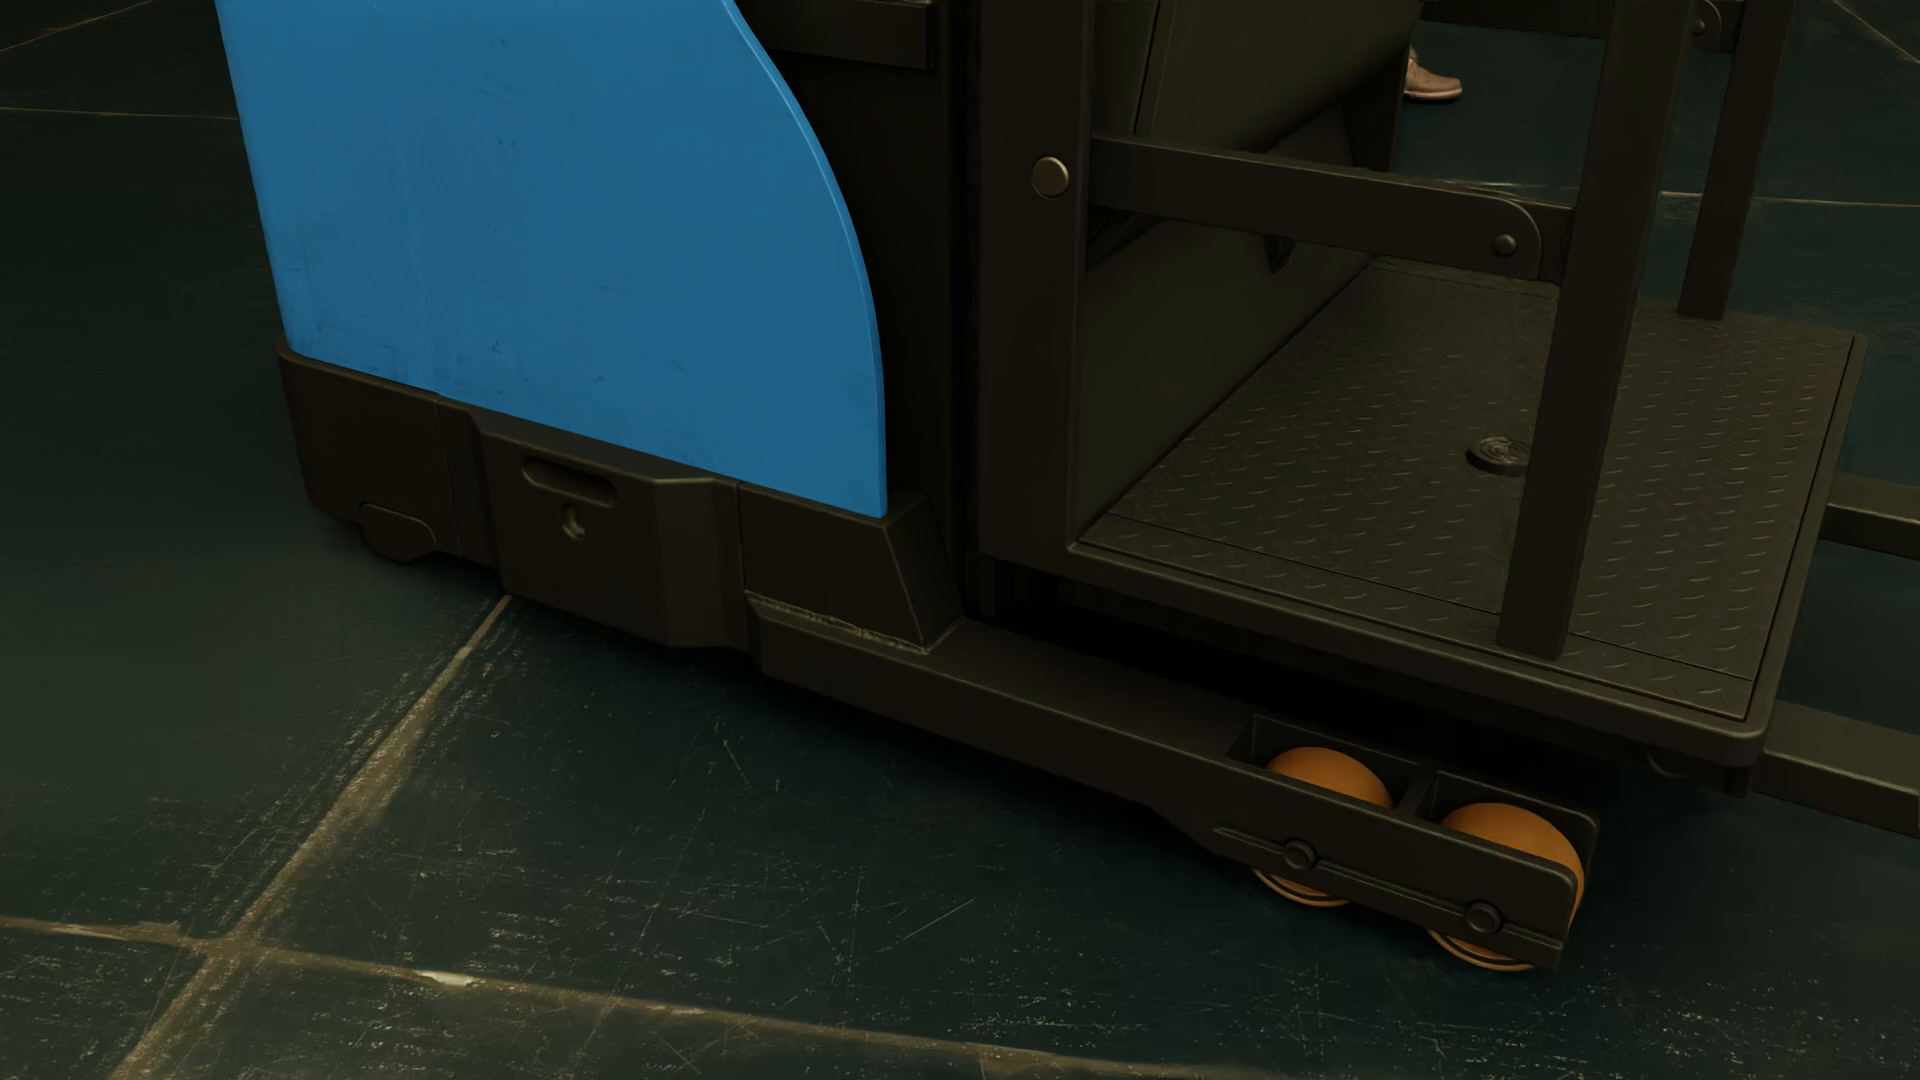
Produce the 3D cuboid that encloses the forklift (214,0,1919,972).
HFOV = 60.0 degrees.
[{"bbox_3d":[0.557,-1.137,1.528,3.031,2.935,1.130,16,33,26],"label":"forklift"}]

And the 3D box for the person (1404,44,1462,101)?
[{"bbox_3d":[1.236,-2.119,4.602,0.505,1.654,0.566,6,30,11],"label":"person"}]
